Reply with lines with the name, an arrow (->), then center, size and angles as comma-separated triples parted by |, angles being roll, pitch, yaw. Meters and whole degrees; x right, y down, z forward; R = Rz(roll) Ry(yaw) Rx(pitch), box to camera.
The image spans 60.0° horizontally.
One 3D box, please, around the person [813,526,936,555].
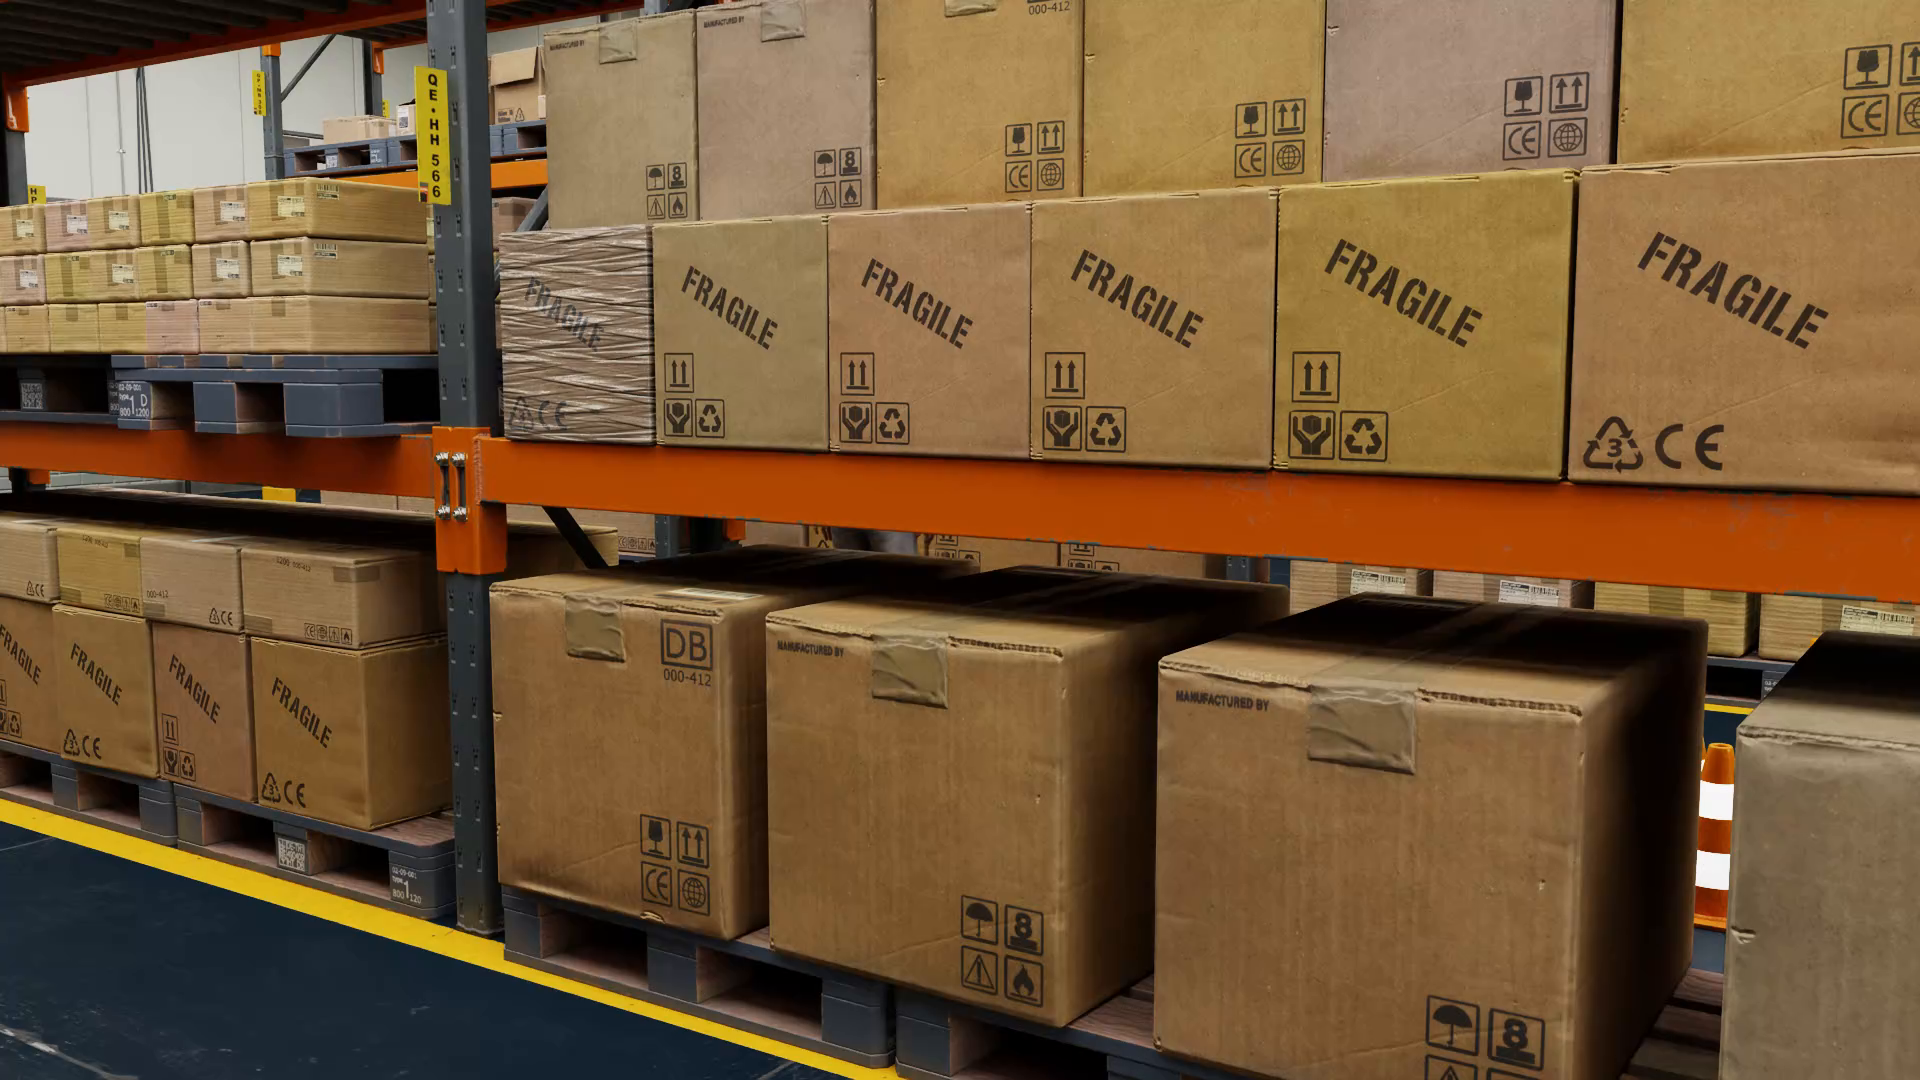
person -> -0.377, -0.162, 7.181 | 0.631, 1.759, 0.461 | 4, 7, 30
